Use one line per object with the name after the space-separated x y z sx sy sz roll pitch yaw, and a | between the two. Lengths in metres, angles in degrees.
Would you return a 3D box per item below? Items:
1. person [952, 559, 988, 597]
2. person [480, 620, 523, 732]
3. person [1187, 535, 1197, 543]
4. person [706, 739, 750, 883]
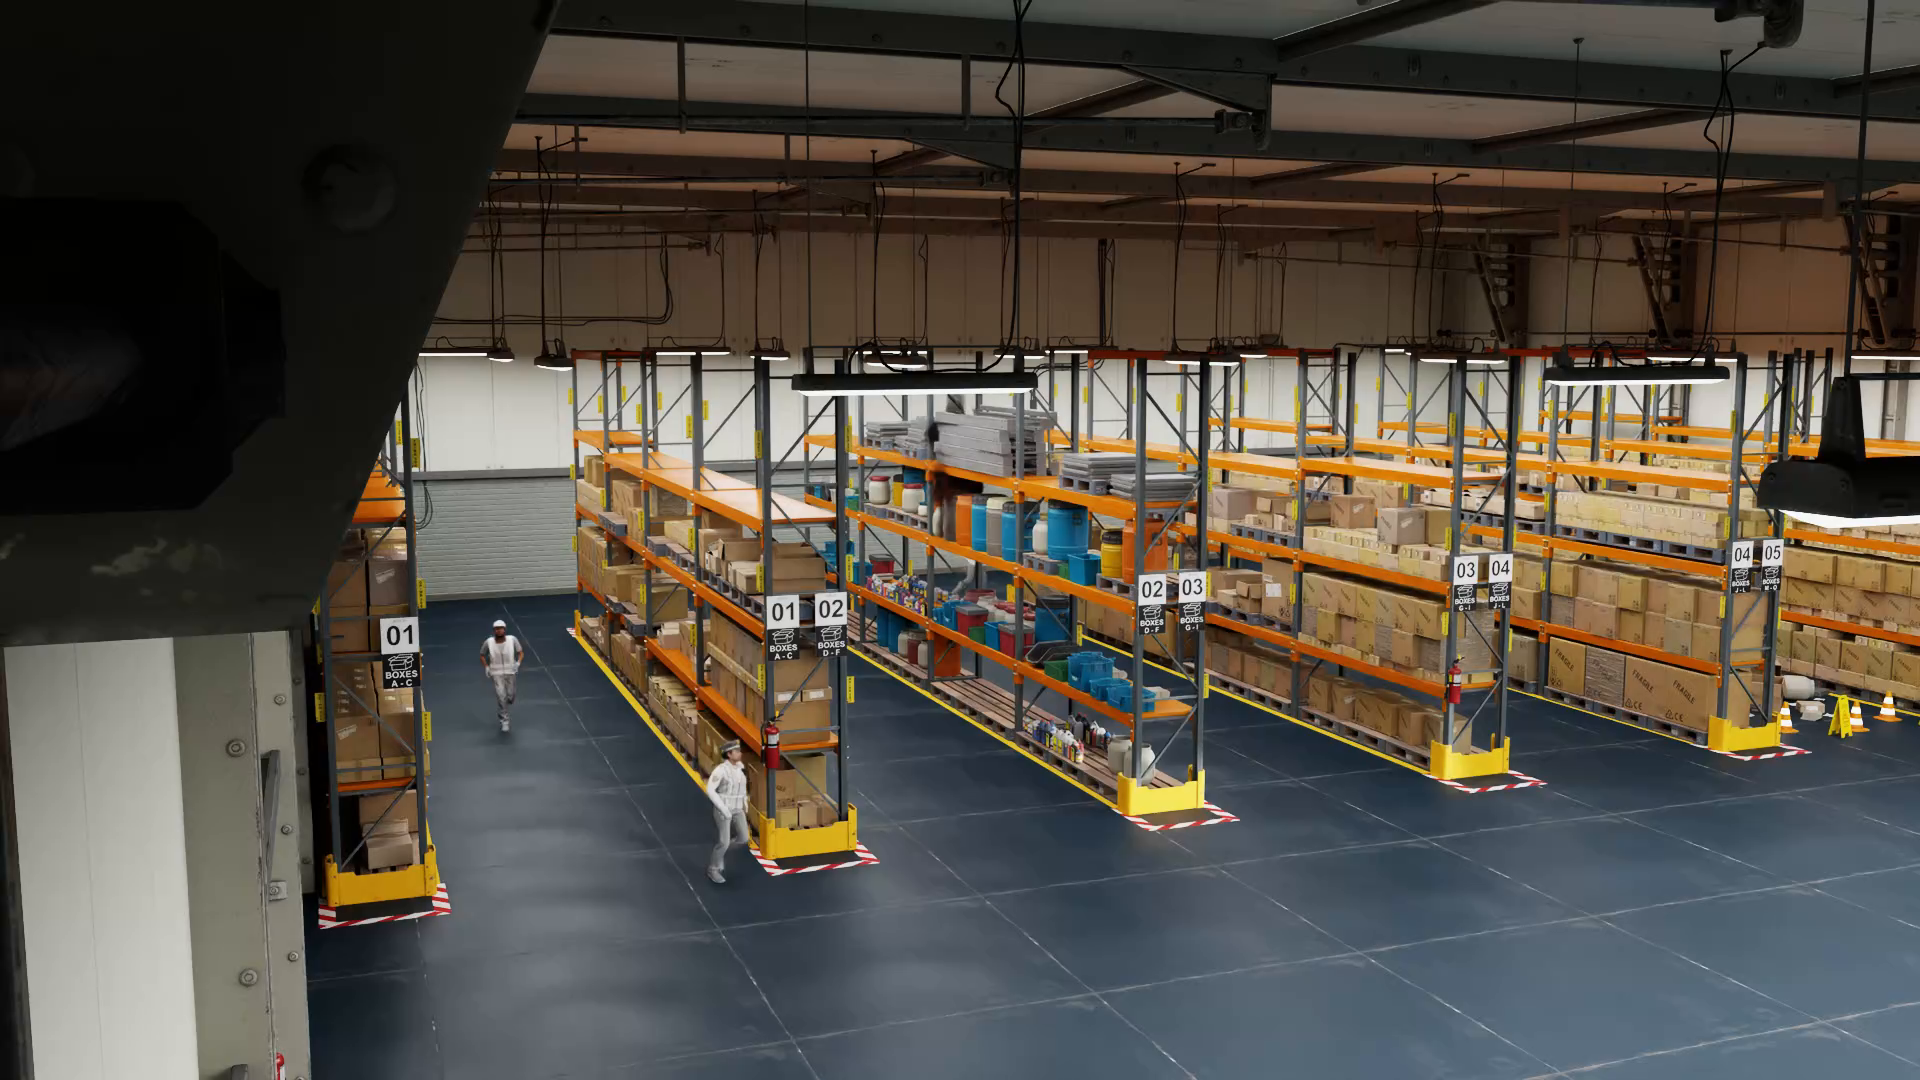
0.294 0.677 39.452 0.983 1.624 0.618 0 7 -3 | person
-7.345 2.155 26.707 0.674 1.766 0.741 -3 8 -21 | person
5.909 0.330 41.477 0.845 1.757 0.740 -5 9 -37 | person
-2.655 3.133 19.374 0.490 1.641 0.672 6 9 40 | person
